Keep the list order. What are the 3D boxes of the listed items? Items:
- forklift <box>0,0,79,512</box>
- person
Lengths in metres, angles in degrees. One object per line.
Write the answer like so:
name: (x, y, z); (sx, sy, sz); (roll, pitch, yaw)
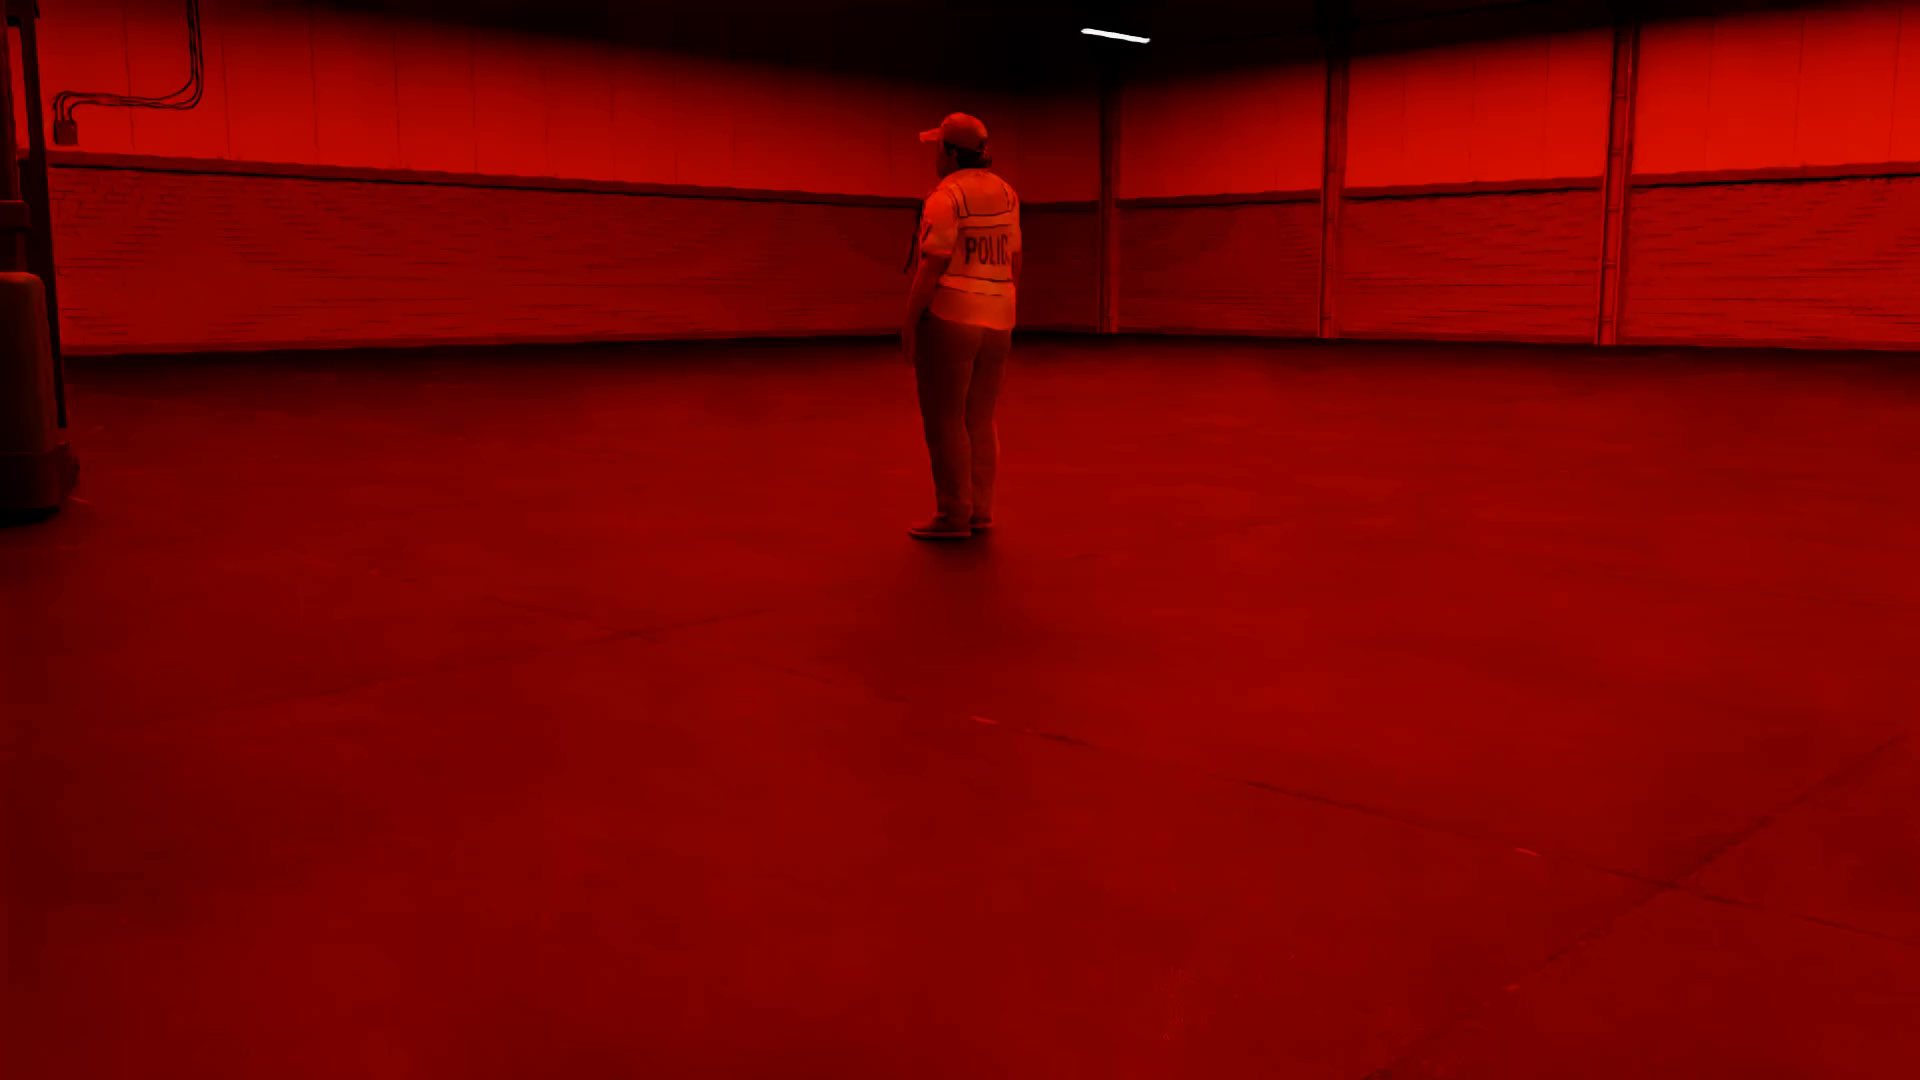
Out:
forklift: (-5.026, -1.686, 8.070); (1.130, 2.935, 3.031); (-4, 10, -26)
person: (-0.039, -0.842, 6.661); (0.529, 1.669, 0.598); (8, 12, 43)
